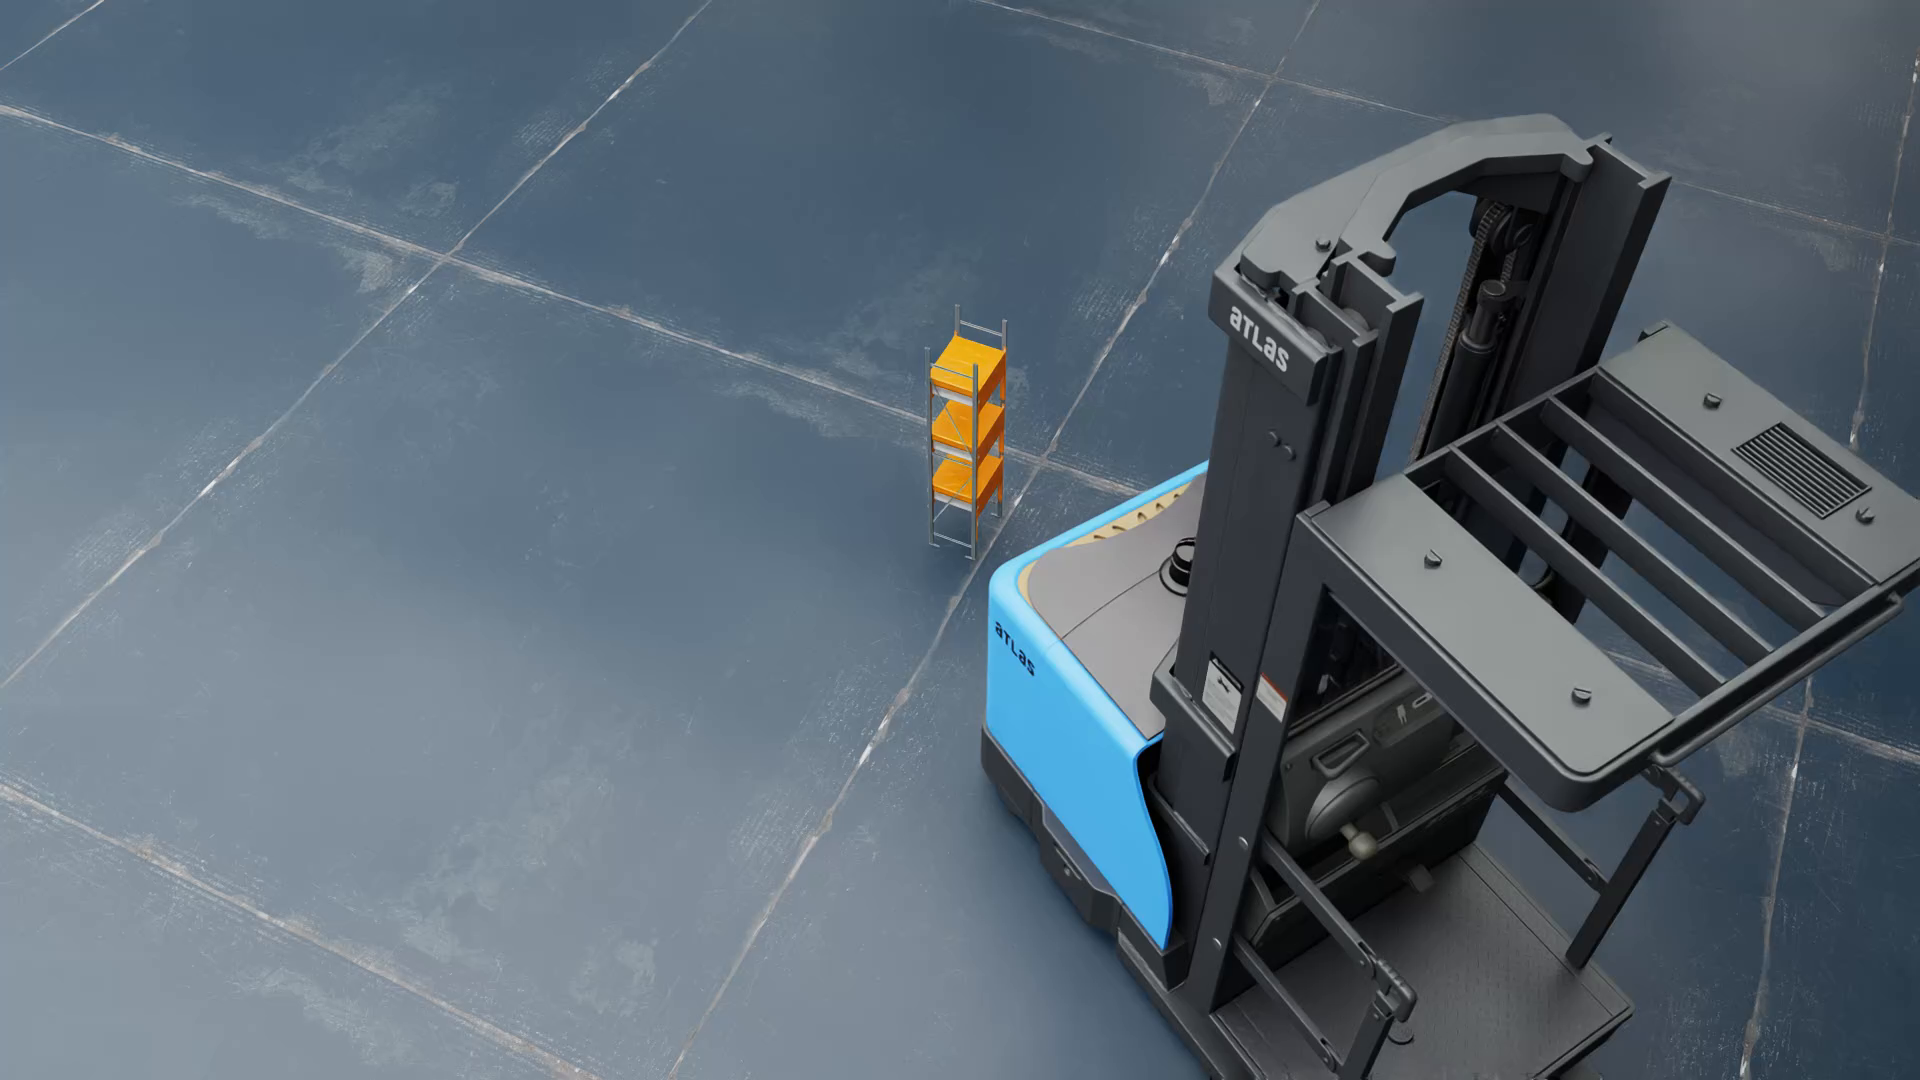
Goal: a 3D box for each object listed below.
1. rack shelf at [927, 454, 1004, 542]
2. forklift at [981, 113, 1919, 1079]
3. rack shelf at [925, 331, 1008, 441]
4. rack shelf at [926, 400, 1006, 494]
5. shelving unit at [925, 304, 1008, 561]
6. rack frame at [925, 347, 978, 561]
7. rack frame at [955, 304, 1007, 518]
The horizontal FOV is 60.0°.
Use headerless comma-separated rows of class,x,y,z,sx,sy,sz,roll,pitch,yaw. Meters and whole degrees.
rack shelf,0.023,-0.190,6.416,0.215,0.259,0.240,20,52,16
forklift,1.296,0.586,4.142,1.130,2.935,3.031,-26,54,-21
rack shelf,0.023,-0.554,5.989,0.215,0.259,0.240,20,52,16
rack shelf,0.023,-0.370,6.205,0.215,0.259,0.240,20,52,16
shelving unit,0.023,-0.377,6.197,0.215,1.050,0.252,20,52,16
rack frame,-0.029,-0.293,6.125,0.200,1.050,0.008,20,52,16
rack frame,0.075,-0.461,6.268,0.200,1.050,0.008,20,52,16
